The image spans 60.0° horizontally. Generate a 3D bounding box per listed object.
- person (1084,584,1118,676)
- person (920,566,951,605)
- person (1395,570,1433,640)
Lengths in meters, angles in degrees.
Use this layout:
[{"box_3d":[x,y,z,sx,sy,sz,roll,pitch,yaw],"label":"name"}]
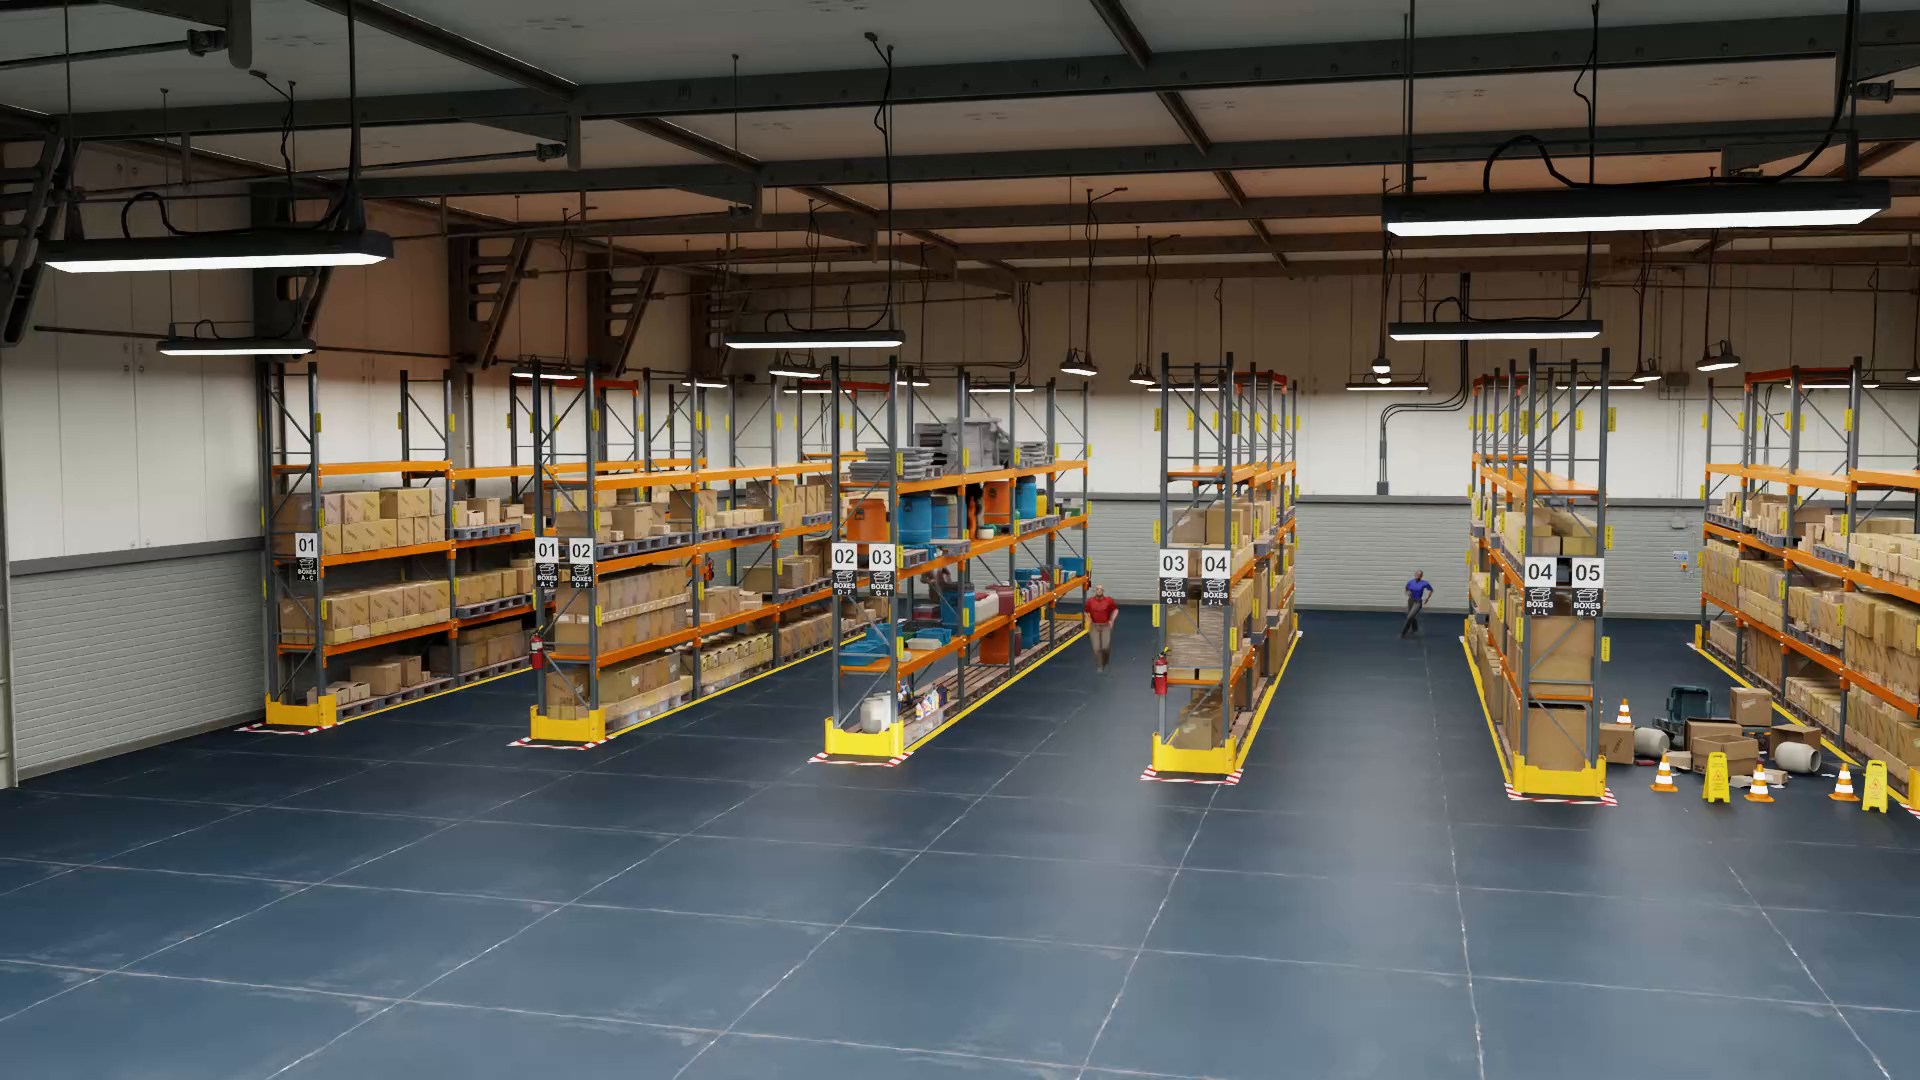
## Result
[{"box_3d":[2.623,1.698,31.096,0.638,1.743,0.559,1,4,8],"label":"person"},{"box_3d":[-0.597,1.260,40.652,0.733,1.764,1.001,0,4,4],"label":"person"},{"box_3d":[10.565,1.491,38.592,0.915,1.631,0.703,-4,6,-43],"label":"person"}]
